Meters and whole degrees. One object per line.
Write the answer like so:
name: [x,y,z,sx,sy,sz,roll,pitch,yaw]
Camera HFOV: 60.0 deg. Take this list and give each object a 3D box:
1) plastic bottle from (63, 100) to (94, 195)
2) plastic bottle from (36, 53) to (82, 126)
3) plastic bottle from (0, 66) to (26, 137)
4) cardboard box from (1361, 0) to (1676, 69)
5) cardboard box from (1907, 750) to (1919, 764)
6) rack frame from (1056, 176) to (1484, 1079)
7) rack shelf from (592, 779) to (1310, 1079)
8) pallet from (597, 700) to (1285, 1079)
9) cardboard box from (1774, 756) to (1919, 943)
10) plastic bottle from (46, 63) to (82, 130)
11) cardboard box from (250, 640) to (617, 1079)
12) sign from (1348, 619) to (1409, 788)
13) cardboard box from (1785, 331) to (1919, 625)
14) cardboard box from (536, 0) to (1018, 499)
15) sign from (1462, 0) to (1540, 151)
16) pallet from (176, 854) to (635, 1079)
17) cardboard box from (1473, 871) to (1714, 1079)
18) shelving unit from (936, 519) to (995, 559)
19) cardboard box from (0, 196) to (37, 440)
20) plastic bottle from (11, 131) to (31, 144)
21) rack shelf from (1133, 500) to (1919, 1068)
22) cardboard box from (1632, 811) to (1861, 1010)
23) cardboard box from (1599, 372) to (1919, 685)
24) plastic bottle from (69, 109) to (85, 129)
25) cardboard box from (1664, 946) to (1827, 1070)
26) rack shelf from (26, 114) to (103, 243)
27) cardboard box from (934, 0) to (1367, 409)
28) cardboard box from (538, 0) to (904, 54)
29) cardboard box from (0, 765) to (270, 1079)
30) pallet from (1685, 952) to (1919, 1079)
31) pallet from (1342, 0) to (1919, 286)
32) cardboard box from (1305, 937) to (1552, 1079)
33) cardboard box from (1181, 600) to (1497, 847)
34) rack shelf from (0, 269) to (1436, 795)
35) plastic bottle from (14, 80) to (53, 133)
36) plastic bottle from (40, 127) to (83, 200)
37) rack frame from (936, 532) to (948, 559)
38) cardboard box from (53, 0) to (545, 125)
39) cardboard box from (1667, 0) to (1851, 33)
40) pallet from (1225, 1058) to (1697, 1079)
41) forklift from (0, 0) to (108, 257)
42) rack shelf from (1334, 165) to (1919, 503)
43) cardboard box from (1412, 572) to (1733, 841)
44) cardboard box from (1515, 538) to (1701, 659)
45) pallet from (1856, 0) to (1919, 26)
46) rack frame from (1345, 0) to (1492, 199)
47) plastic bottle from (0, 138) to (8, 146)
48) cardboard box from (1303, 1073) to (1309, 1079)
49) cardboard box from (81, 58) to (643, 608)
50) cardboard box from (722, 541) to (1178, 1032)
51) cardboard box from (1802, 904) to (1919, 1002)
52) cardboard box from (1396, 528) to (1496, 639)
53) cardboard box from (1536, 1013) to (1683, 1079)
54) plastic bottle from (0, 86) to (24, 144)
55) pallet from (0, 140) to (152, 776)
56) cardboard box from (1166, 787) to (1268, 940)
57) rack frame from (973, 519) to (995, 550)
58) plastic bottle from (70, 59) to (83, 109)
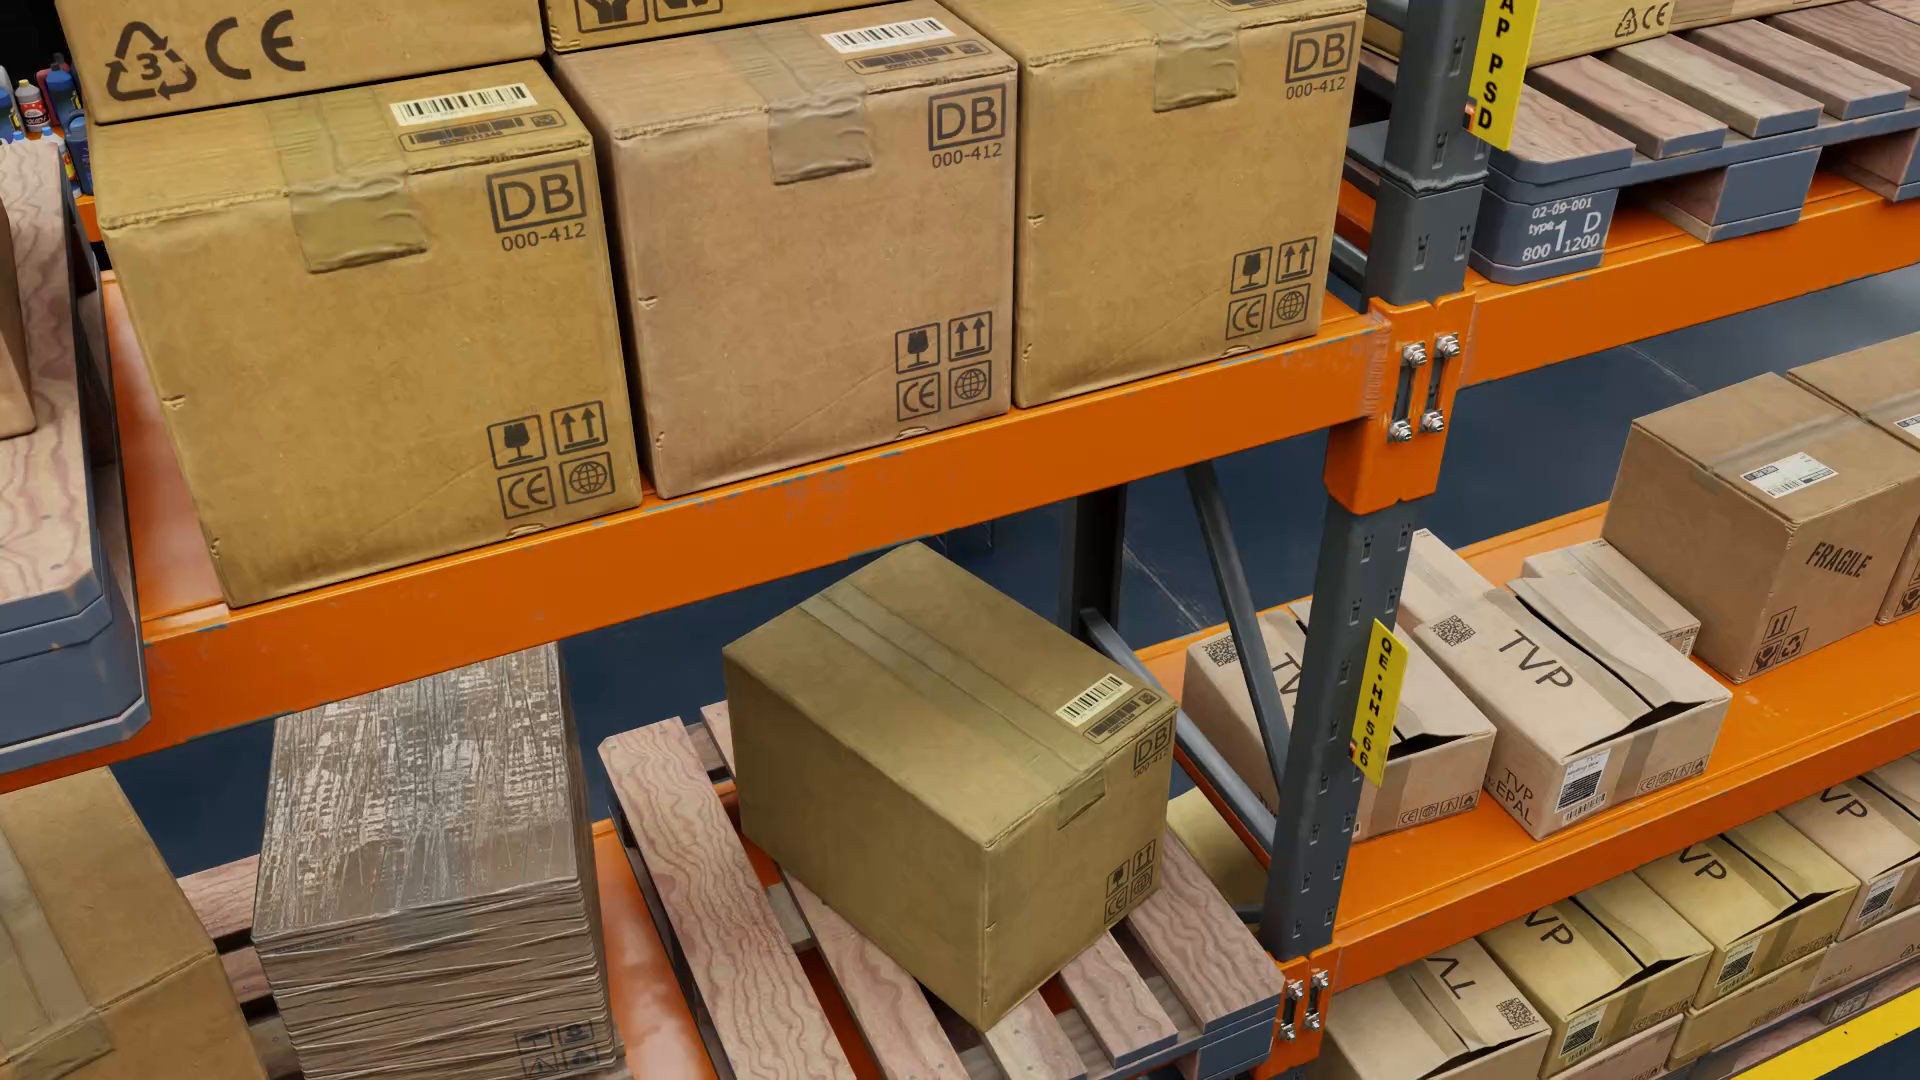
plastic bottle: [-3.275,-1.499,6.295,0.185,0.351,0.144,-16,39,-20]
plastic bottle: [-3.698,-1.850,6.824,0.133,0.283,0.061,-16,39,-20]
plastic bottle: [-3.888,-1.764,6.715,0.135,0.276,0.152,-16,39,-20]
cardboard box: [0.882,-1.026,2.870,0.500,0.250,0.500,-19,40,-23]
cardboard box: [2.951,0.648,4.843,0.500,0.311,0.500,-16,39,-20]
rack frame: [0.496,0.433,3.649,0.127,3.000,1.000,-16,39,-20]
rack shelf: [-1.315,1.228,3.180,4.000,0.370,1.077,-16,39,-20]
pallet: [-0.088,0.719,3.423,1.003,0.211,1.213,-16,39,-20]
cardboard box: [2.494,0.773,4.674,0.500,0.311,0.500,-16,39,-21]
plastic bottle: [-3.648,-1.807,6.777,0.097,0.271,0.097,0,37,0]
cardboard box: [-0.936,0.573,3.023,0.500,0.500,0.700,-9,37,-11]
sign: [0.735,0.290,2.936,0.005,0.325,0.100,-16,39,-20]
cardboard box: [2.484,-0.174,4.383,0.500,0.500,0.500,-16,39,-20]
cardboard box: [-0.347,-0.554,2.378,0.500,0.500,0.910,-16,39,-20]
sign: [0.724,-0.686,2.206,0.005,0.325,0.100,-16,39,-20]
pallet: [-1.263,1.005,3.039,1.213,0.211,1.003,-16,39,-20]
cardboard box: [1.567,1.032,4.326,0.500,0.311,0.500,-17,40,-21]
shelving unit: [-0.007,-0.359,6.479,0.210,0.900,0.258,-16,39,-20]
cardboard box: [-1.432,-0.435,1.781,0.600,0.600,0.600,-17,40,-22]
plastic bottle: [-3.481,-1.395,6.220,0.097,0.271,0.097,0,37,0]
rack shelf: [2.306,0.216,4.545,4.000,0.370,1.077,-16,39,-20]
cardboard box: [2.029,0.904,4.498,0.500,0.311,0.500,-17,40,-21]
cardboard box: [2.008,-0.041,4.203,0.500,0.500,0.500,-18,40,-22]
plastic bottle: [-3.366,-1.522,6.392,0.097,0.271,0.097,0,37,0]
cardboard box: [2.017,1.132,4.662,0.500,0.250,0.500,-17,40,-21]
rack shelf: [-3.416,-1.444,6.783,4.000,0.370,1.077,-16,39,-20]
cardboard box: [0.115,-0.683,2.552,0.500,0.500,0.910,-16,39,-20]
cardboard box: [-0.364,-0.978,2.109,0.500,0.500,0.500,-16,39,-20]
cardboard box: [-1.552,0.756,2.776,0.500,0.500,0.700,-26,44,-31]
pallet: [2.360,1.059,5.145,1.213,0.211,1.003,-16,39,-20]
pallet: [1.072,-0.916,3.108,1.003,0.211,1.213,-14,39,-18]
cardboard box: [1.095,1.169,4.141,0.500,0.311,0.500,-14,39,-18]
cardboard box: [0.844,0.400,3.767,0.500,0.311,0.500,-13,39,-17]
rack shelf: [-1.315,0.023,2.287,4.000,0.370,1.077,-16,39,-20]
plastic bottle: [-3.795,-1.778,6.796,0.097,0.201,0.097,0,37,0]
plastic bottle: [-3.393,-1.419,6.254,0.097,0.271,0.097,0,37,0]
rack frame: [-0.099,-0.334,6.444,0.006,0.900,0.240,-16,39,-20]
cardboard box: [-0.825,-0.848,1.935,0.500,0.500,0.500,-16,39,-20]
cardboard box: [1.349,-1.168,3.062,0.500,0.250,0.500,-15,39,-19]
pallet: [1.257,1.365,4.732,1.213,0.211,1.003,-16,39,-20]
forklift: [-4.269,-3.003,8.339,3.031,2.935,1.130,-16,39,-20]
rack shelf: [2.306,-0.989,3.652,4.000,0.370,1.077,-16,39,-20]
cardboard box: [1.388,0.347,3.839,0.500,0.311,0.500,-16,39,-20]
cardboard box: [1.626,0.181,4.199,0.250,0.149,0.380,-13,38,-17]
pallet: [2.083,-1.201,3.492,1.213,0.211,1.003,-14,39,-18]
rack frame: [0.496,-1.977,1.861,0.127,3.000,1.000,-16,39,-20]
plastic bottle: [-3.597,-1.382,6.199,0.135,0.276,0.152,-16,39,-20]
cardboard box: [1.095,1.394,4.308,0.500,0.250,0.500,-16,39,-20]
cardboard box: [-0.817,-0.423,2.200,0.500,0.500,0.910,-16,39,-20]
cardboard box: [-0.027,0.444,3.197,0.500,0.500,0.700,-30,46,-34]
cardboard box: [2.482,1.002,4.836,0.500,0.250,0.500,-15,39,-19]
cardboard box: [1.192,0.157,4.231,0.250,0.149,0.380,-16,39,-20]
cardboard box: [1.549,1.267,4.480,0.500,0.250,0.500,-17,40,-21]
plastic bottle: [-3.818,-1.700,6.632,0.097,0.271,0.097,0,37,0]
pallet: [-1.568,-0.075,1.974,1.003,0.211,1.213,-16,39,-20]
cardboard box: [0.865,0.878,4.533,0.500,0.311,0.500,-15,39,-19]
rack frame: [0.085,-0.385,6.514,0.006,0.900,0.240,-16,39,-20]
plastic bottle: [-3.536,-1.895,6.828,0.185,0.351,0.144,-16,39,-20]
